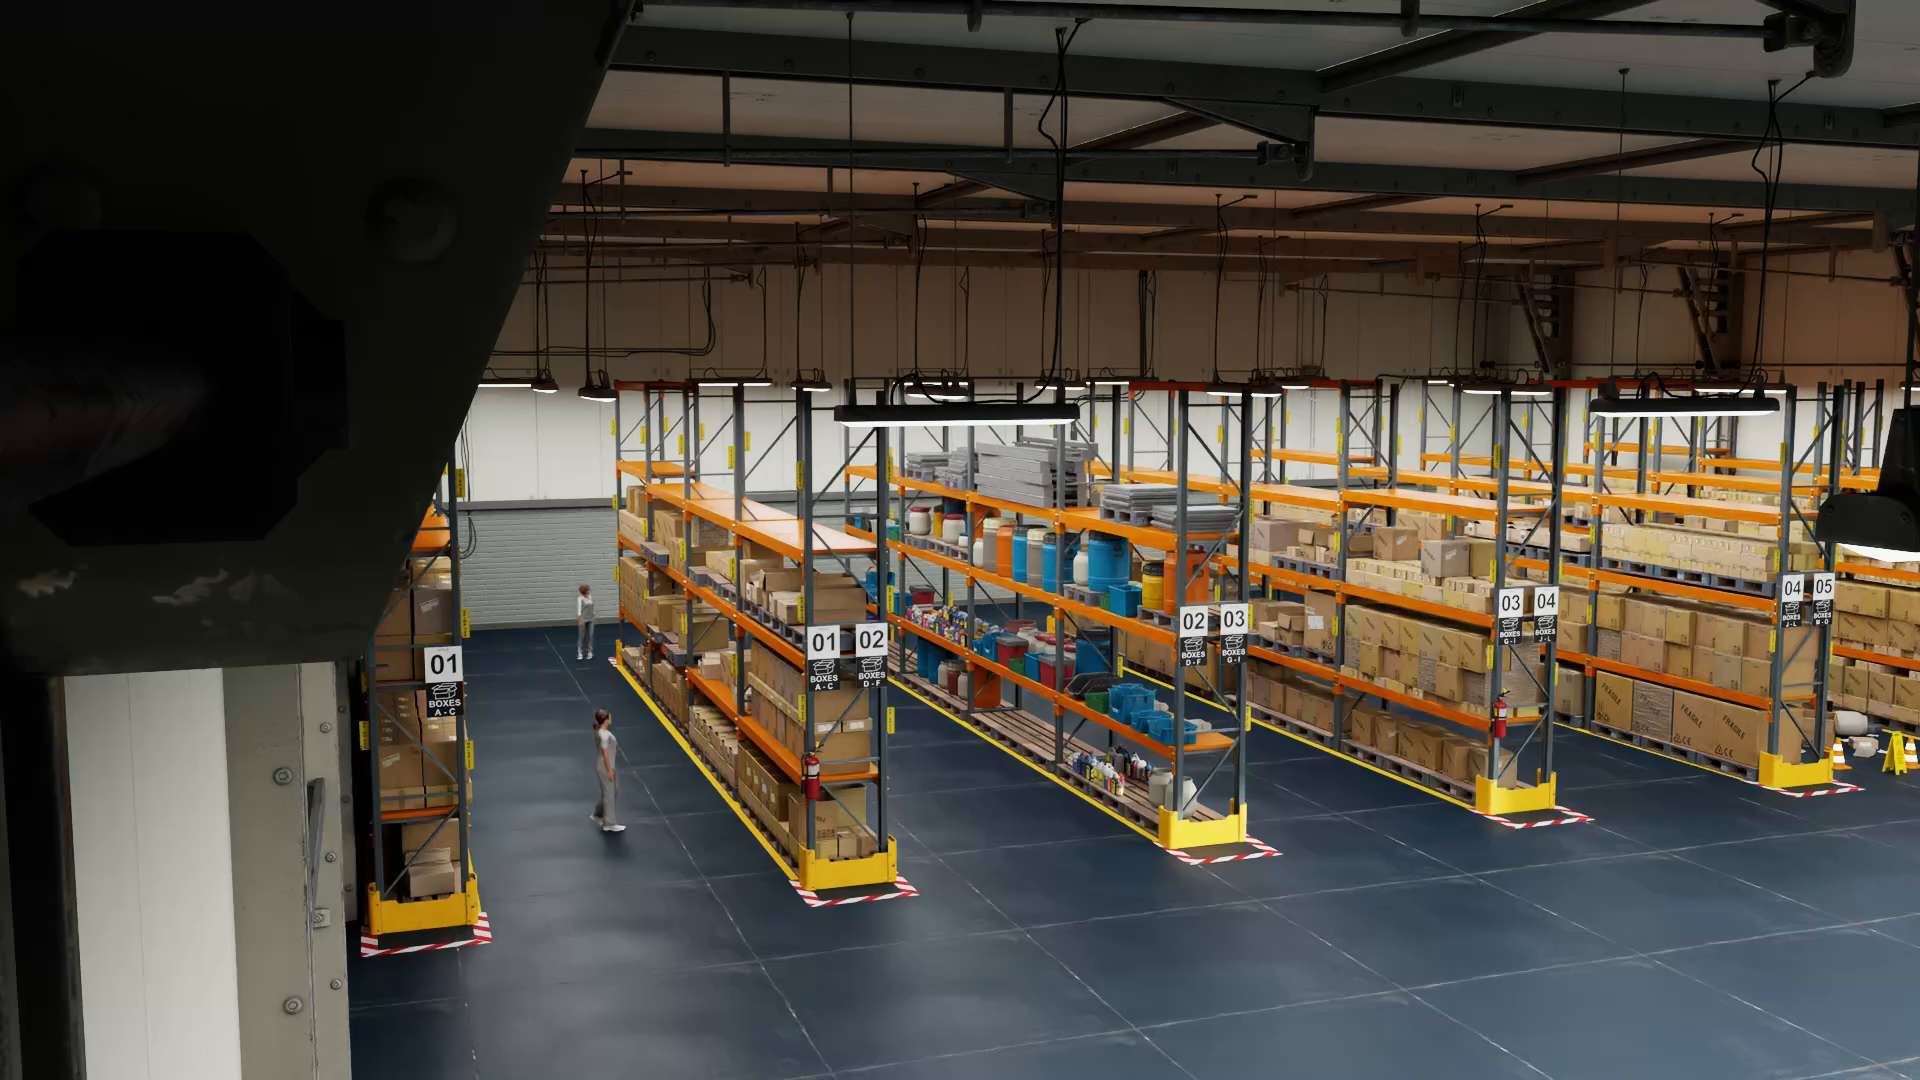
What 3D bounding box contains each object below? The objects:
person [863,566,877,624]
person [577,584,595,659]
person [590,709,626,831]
[{"bbox_3d":[-2.009,1.429,38.472,0.459,1.638,0.490,3,7,24],"label":"person"},{"bbox_3d":[-8.052,1.746,35.775,0.441,1.609,0.351,-6,8,-45],"label":"person"},{"bbox_3d":[-4.816,3.119,22.642,0.495,1.681,0.514,-1,6,-9],"label":"person"}]
